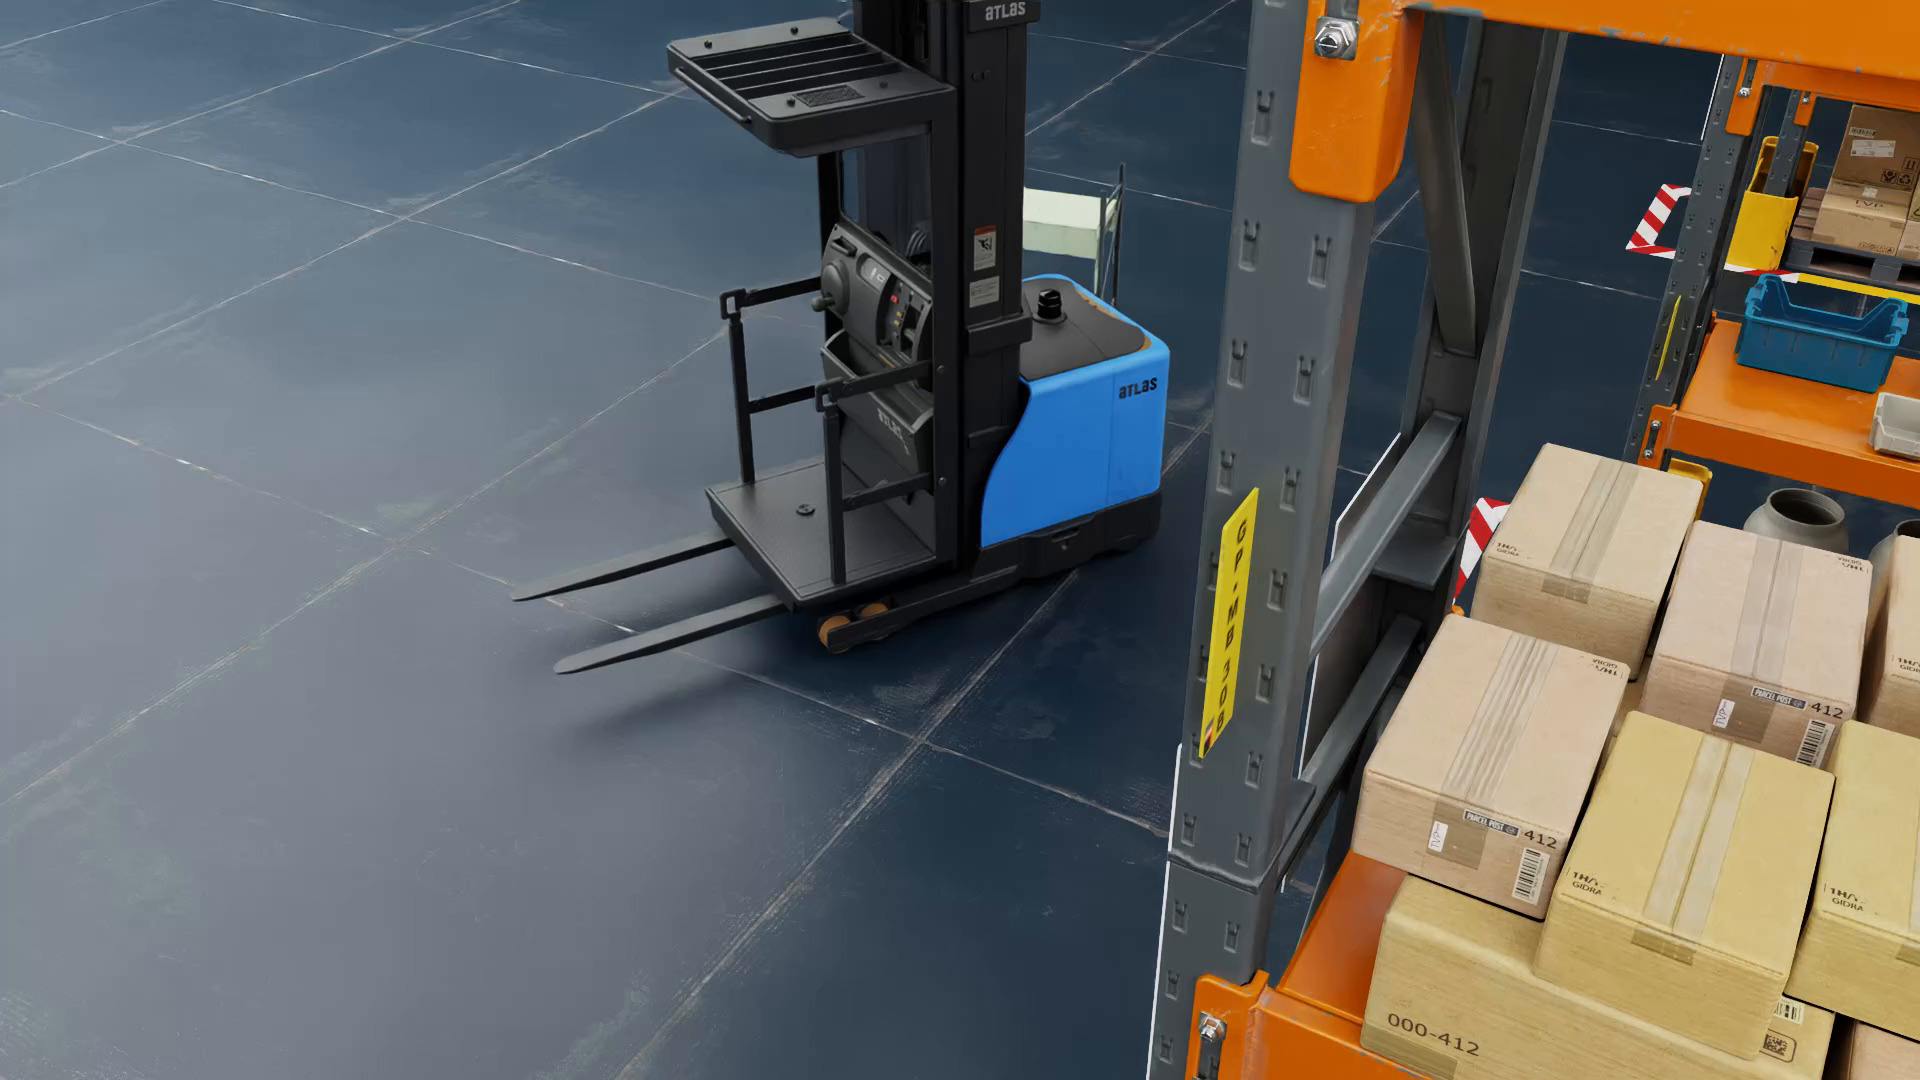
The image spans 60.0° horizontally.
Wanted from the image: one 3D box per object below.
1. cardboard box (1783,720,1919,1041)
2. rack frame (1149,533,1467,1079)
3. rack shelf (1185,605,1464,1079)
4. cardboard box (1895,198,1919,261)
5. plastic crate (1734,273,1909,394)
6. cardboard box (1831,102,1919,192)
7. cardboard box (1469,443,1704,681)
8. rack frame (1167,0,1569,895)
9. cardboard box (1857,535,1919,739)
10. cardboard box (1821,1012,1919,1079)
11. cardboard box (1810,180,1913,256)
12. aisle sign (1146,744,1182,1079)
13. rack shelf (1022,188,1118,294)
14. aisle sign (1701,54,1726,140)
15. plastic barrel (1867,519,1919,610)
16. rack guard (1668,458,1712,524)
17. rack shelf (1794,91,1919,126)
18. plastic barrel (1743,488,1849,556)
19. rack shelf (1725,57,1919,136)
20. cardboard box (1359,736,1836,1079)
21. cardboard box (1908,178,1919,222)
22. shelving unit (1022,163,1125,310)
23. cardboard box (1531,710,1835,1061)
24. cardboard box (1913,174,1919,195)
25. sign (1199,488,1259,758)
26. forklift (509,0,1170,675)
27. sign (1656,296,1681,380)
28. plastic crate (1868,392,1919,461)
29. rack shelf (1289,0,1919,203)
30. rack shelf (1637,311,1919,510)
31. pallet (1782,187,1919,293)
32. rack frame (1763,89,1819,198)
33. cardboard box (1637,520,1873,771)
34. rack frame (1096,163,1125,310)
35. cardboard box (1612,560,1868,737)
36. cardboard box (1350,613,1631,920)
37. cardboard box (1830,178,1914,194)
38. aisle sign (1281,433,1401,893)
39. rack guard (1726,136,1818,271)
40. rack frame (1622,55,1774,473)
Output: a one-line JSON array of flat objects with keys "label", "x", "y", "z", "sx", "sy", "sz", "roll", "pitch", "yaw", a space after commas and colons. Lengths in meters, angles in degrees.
[{"label": "cardboard box", "x": 1.158, "y": 0.413, "z": 1.993, "sx": 0.250, "sy": 0.149, "sz": 0.380, "roll": 17, "pitch": 37, "yaw": 24}, {"label": "rack frame", "x": 0.577, "y": 1.450, "z": 3.367, "sx": 0.127, "sy": 3.000, "sz": 1.000, "roll": 18, "pitch": 37, "yaw": 24}, {"label": "rack shelf", "x": 2.313, "y": 1.051, "z": 1.909, "sx": 4.000, "sy": 0.370, "sz": 1.077, "roll": 18, "pitch": 37, "yaw": 24}, {"label": "cardboard box", "x": 6.286, "y": -1.956, "z": 10.584, "sx": 0.500, "sy": 0.250, "sz": 0.500, "roll": 18, "pitch": 37, "yaw": 24}, {"label": "plastic crate", "x": 3.617, "y": -0.878, "z": 6.997, "sx": 0.616, "sy": 0.251, "sz": 0.499, "roll": 18, "pitch": 37, "yaw": 24}, {"label": "cardboard box", "x": 6.108, "y": -2.655, "z": 10.955, "sx": 0.500, "sy": 0.500, "sz": 0.500, "roll": 18, "pitch": 37, "yaw": 24}, {"label": "cardboard box", "x": 0.972, "y": 0.024, "z": 2.577, "sx": 0.250, "sy": 0.149, "sz": 0.380, "roll": 18, "pitch": 37, "yaw": 24}, {"label": "rack frame", "x": 0.577, "y": -1.047, "z": 1.704, "sx": 0.127, "sy": 3.000, "sz": 1.000, "roll": 18, "pitch": 37, "yaw": 24}, {"label": "cardboard box", "x": 1.432, "y": 0.174, "z": 2.351, "sx": 0.250, "sy": 0.149, "sz": 0.380, "roll": 16, "pitch": 37, "yaw": 22}, {"label": "cardboard box", "x": 1.317, "y": 0.659, "z": 1.983, "sx": 0.500, "sy": 0.250, "sz": 0.500, "roll": 17, "pitch": 37, "yaw": 23}, {"label": "cardboard box", "x": 5.850, "y": -2.092, "z": 10.787, "sx": 0.500, "sy": 0.250, "sz": 0.500, "roll": 18, "pitch": 37, "yaw": 24}, {"label": "aisle sign", "x": 0.374, "y": 0.495, "z": 2.455, "sx": 0.004, "sy": 0.787, "sz": 0.394, "roll": 18, "pitch": 37, "yaw": 24}, {"label": "rack shelf", "x": 0.414, "y": -1.567, "z": 8.545, "sx": 0.720, "sy": 0.370, "sz": 0.431, "roll": 11, "pitch": 35, "yaw": 16}, {"label": "aisle sign", "x": 2.826, "y": -1.895, "z": 6.043, "sx": 0.004, "sy": 0.787, "sz": 0.394, "roll": 18, "pitch": 37, "yaw": 24}, {"label": "plastic barrel", "x": 4.079, "y": 0.209, "z": 7.096, "sx": 0.421, "sy": 0.512, "sz": 0.421, "roll": 0, "pitch": 34, "yaw": 0}, {"label": "rack guard", "x": 3.123, "y": 0.105, "z": 7.641, "sx": 0.348, "sy": 0.500, "sz": 1.175, "roll": 18, "pitch": 37, "yaw": 24}, {"label": "rack shelf", "x": 7.232, "y": -2.467, "z": 9.897, "sx": 4.000, "sy": 0.370, "sz": 1.077, "roll": 18, "pitch": 37, "yaw": 24}, {"label": "plastic barrel", "x": 3.643, "y": 0.071, "z": 7.303, "sx": 0.421, "sy": 0.512, "sz": 0.421, "roll": 0, "pitch": 34, "yaw": 0}, {"label": "rack shelf", "x": 4.771, "y": -1.333, "z": 5.488, "sx": 4.000, "sy": 0.370, "sz": 1.077, "roll": 18, "pitch": 37, "yaw": 24}, {"label": "cardboard box", "x": 0.867, "y": 0.520, "z": 2.191, "sx": 0.500, "sy": 0.250, "sz": 0.500, "roll": 19, "pitch": 38, "yaw": 26}, {"label": "cardboard box", "x": 6.285, "y": -2.268, "z": 10.375, "sx": 0.500, "sy": 0.500, "sz": 0.500, "roll": 18, "pitch": 37, "yaw": 24}, {"label": "shelving unit", "x": 0.414, "y": -1.242, "z": 8.761, "sx": 0.755, "sy": 1.500, "sz": 0.431, "roll": 11, "pitch": 35, "yaw": 16}, {"label": "cardboard box", "x": 0.878, "y": 0.403, "z": 2.009, "sx": 0.250, "sy": 0.149, "sz": 0.380, "roll": 18, "pitch": 38, "yaw": 25}, {"label": "cardboard box", "x": 6.547, "y": -2.210, "z": 10.964, "sx": 0.500, "sy": 0.250, "sz": 0.500, "roll": 18, "pitch": 37, "yaw": 24}, {"label": "sign", "x": 0.307, "y": 0.099, "z": 1.901, "sx": 0.005, "sy": 0.325, "sz": 0.100, "roll": 18, "pitch": 37, "yaw": 24}, {"label": "forklift", "x": -0.549, "y": -1.046, "z": 7.177, "sx": 3.031, "sy": 2.935, "sz": 1.130, "roll": -18, "pitch": 37, "yaw": -24}, {"label": "sign", "x": 2.757, "y": -0.785, "z": 6.474, "sx": 0.005, "sy": 0.325, "sz": 0.100, "roll": 18, "pitch": 37, "yaw": 24}, {"label": "plastic crate", "x": 3.651, "y": -0.423, "z": 6.417, "sx": 0.250, "sy": 0.136, "sz": 0.298, "roll": 18, "pitch": 37, "yaw": 24}, {"label": "rack shelf", "x": 2.313, "y": -0.197, "z": 1.078, "sx": 4.000, "sy": 0.370, "sz": 1.077, "roll": 18, "pitch": 37, "yaw": 24}, {"label": "rack shelf", "x": 4.771, "y": -0.084, "z": 6.319, "sx": 4.000, "sy": 0.370, "sz": 1.077, "roll": 18, "pitch": 37, "yaw": 24}, {"label": "pallet", "x": 6.180, "y": -1.966, "z": 11.011, "sx": 1.213, "sy": 0.211, "sz": 1.003, "roll": 18, "pitch": 37, "yaw": 24}, {"label": "rack frame", "x": 5.495, "y": -3.316, "z": 10.524, "sx": 0.127, "sy": 3.000, "sz": 1.000, "roll": 18, "pitch": 37, "yaw": 24}, {"label": "cardboard box", "x": 1.140, "y": 0.152, "z": 2.385, "sx": 0.250, "sy": 0.149, "sz": 0.380, "roll": 16, "pitch": 37, "yaw": 23}, {"label": "rack frame", "x": 0.761, "y": -1.176, "z": 8.663, "sx": 0.023, "sy": 1.500, "sz": 0.400, "roll": 11, "pitch": 35, "yaw": 16}, {"label": "cardboard box", "x": 1.121, "y": 0.274, "z": 2.561, "sx": 0.500, "sy": 0.250, "sz": 0.500, "roll": 18, "pitch": 38, "yaw": 25}, {"label": "cardboard box", "x": 0.701, "y": 0.285, "z": 2.186, "sx": 0.250, "sy": 0.149, "sz": 0.380, "roll": 17, "pitch": 37, "yaw": 24}, {"label": "cardboard box", "x": 6.107, "y": -2.341, "z": 11.162, "sx": 0.500, "sy": 0.250, "sz": 0.500, "roll": 18, "pitch": 37, "yaw": 24}, {"label": "aisle sign", "x": 0.672, "y": 0.206, "z": 2.889, "sx": 0.004, "sy": 0.787, "sz": 0.394, "roll": 18, "pitch": 37, "yaw": 24}, {"label": "rack guard", "x": 5.474, "y": -2.283, "z": 11.227, "sx": 0.348, "sy": 0.500, "sz": 1.175, "roll": 18, "pitch": 37, "yaw": 24}, {"label": "rack frame", "x": 3.034, "y": -0.934, "z": 6.946, "sx": 0.127, "sy": 3.000, "sz": 1.000, "roll": 18, "pitch": 37, "yaw": 24}]
